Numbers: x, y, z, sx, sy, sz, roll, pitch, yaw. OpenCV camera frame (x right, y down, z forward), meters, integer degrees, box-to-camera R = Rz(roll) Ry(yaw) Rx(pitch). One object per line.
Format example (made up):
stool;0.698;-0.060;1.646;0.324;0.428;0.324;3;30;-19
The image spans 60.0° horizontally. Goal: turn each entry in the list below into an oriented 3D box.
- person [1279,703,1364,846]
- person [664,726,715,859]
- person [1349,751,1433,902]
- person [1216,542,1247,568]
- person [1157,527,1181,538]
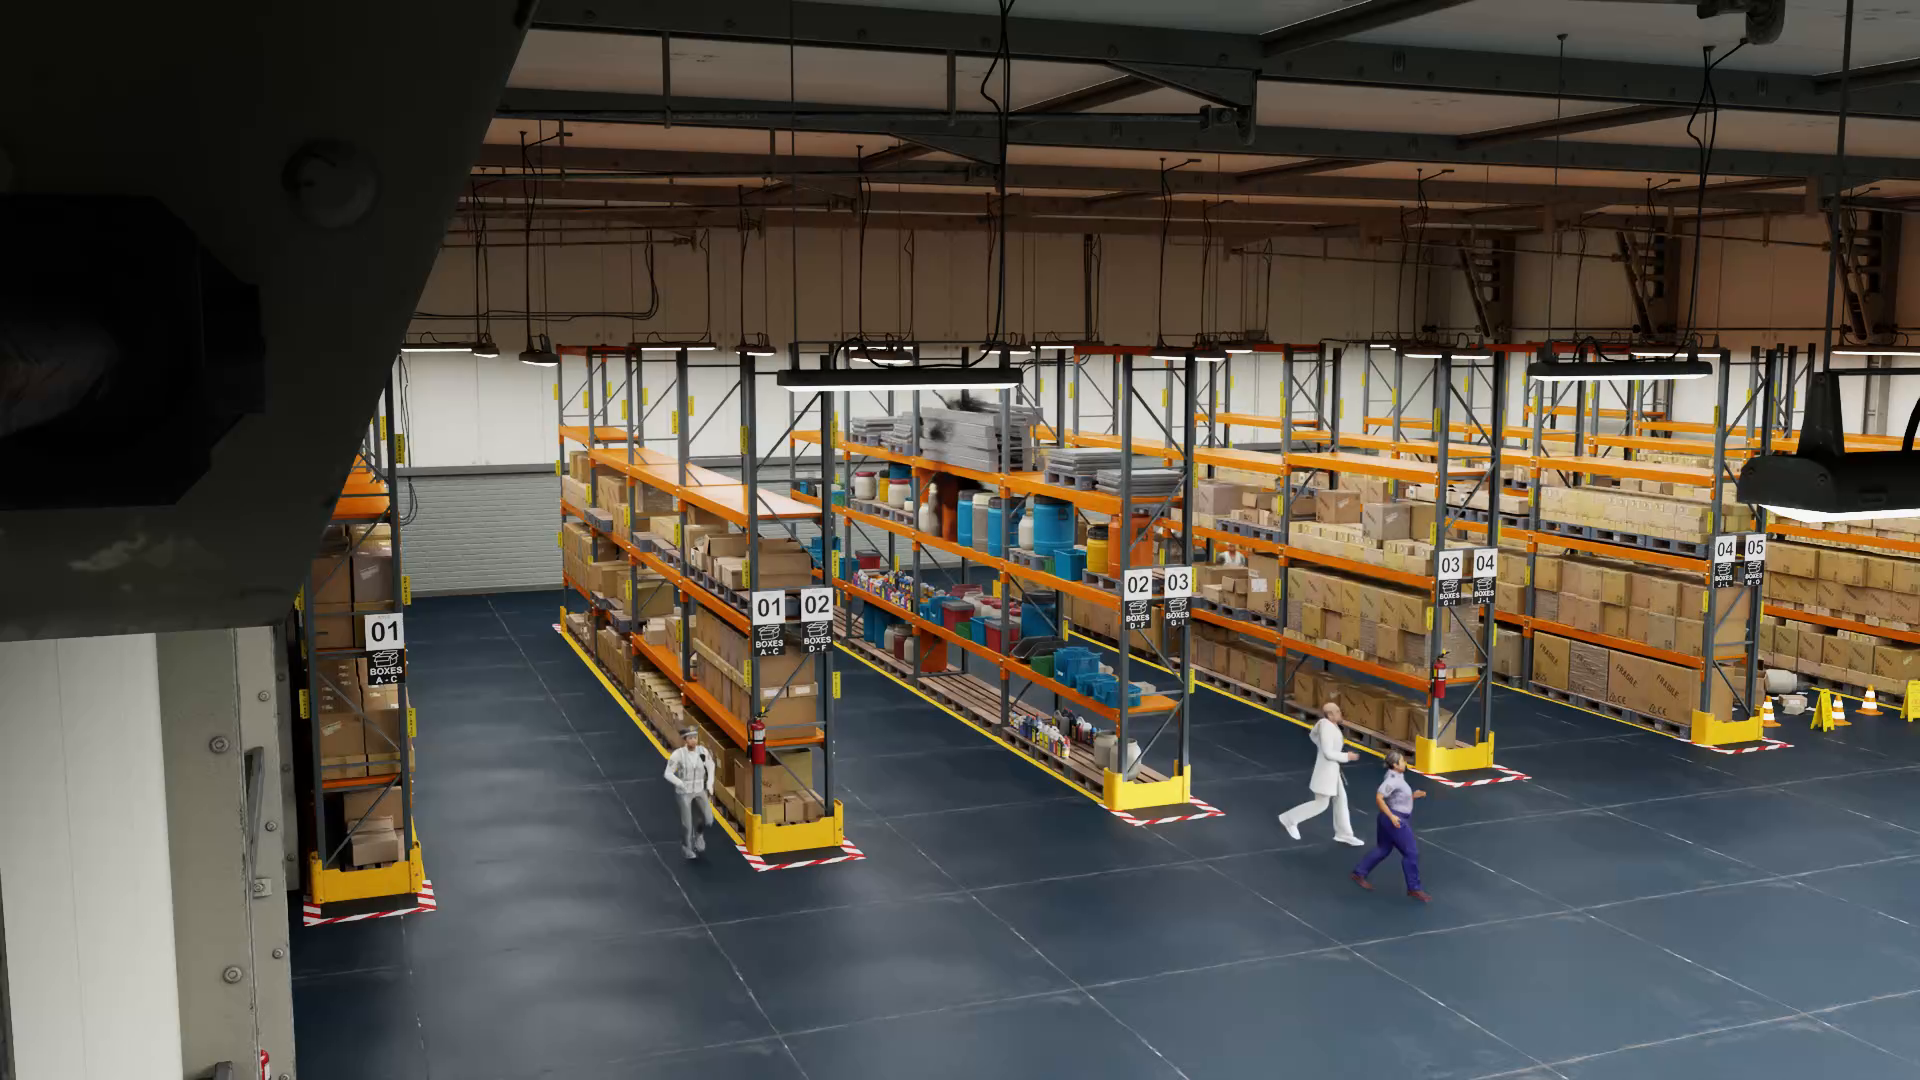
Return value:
person;4.458;2.868;20.417;1.042;1.790;0.717;2;7;12
person;-3.178;3.009;19.802;0.661;1.646;0.541;-4;8;-27
person;4.808;3.165;18.467;0.895;1.671;0.594;0;7;3
person;5.879;0.881;35.900;0.629;1.815;0.916;-2;7;-14
person;5.071;0.245;41.121;0.904;1.737;0.743;-7;10;-44
